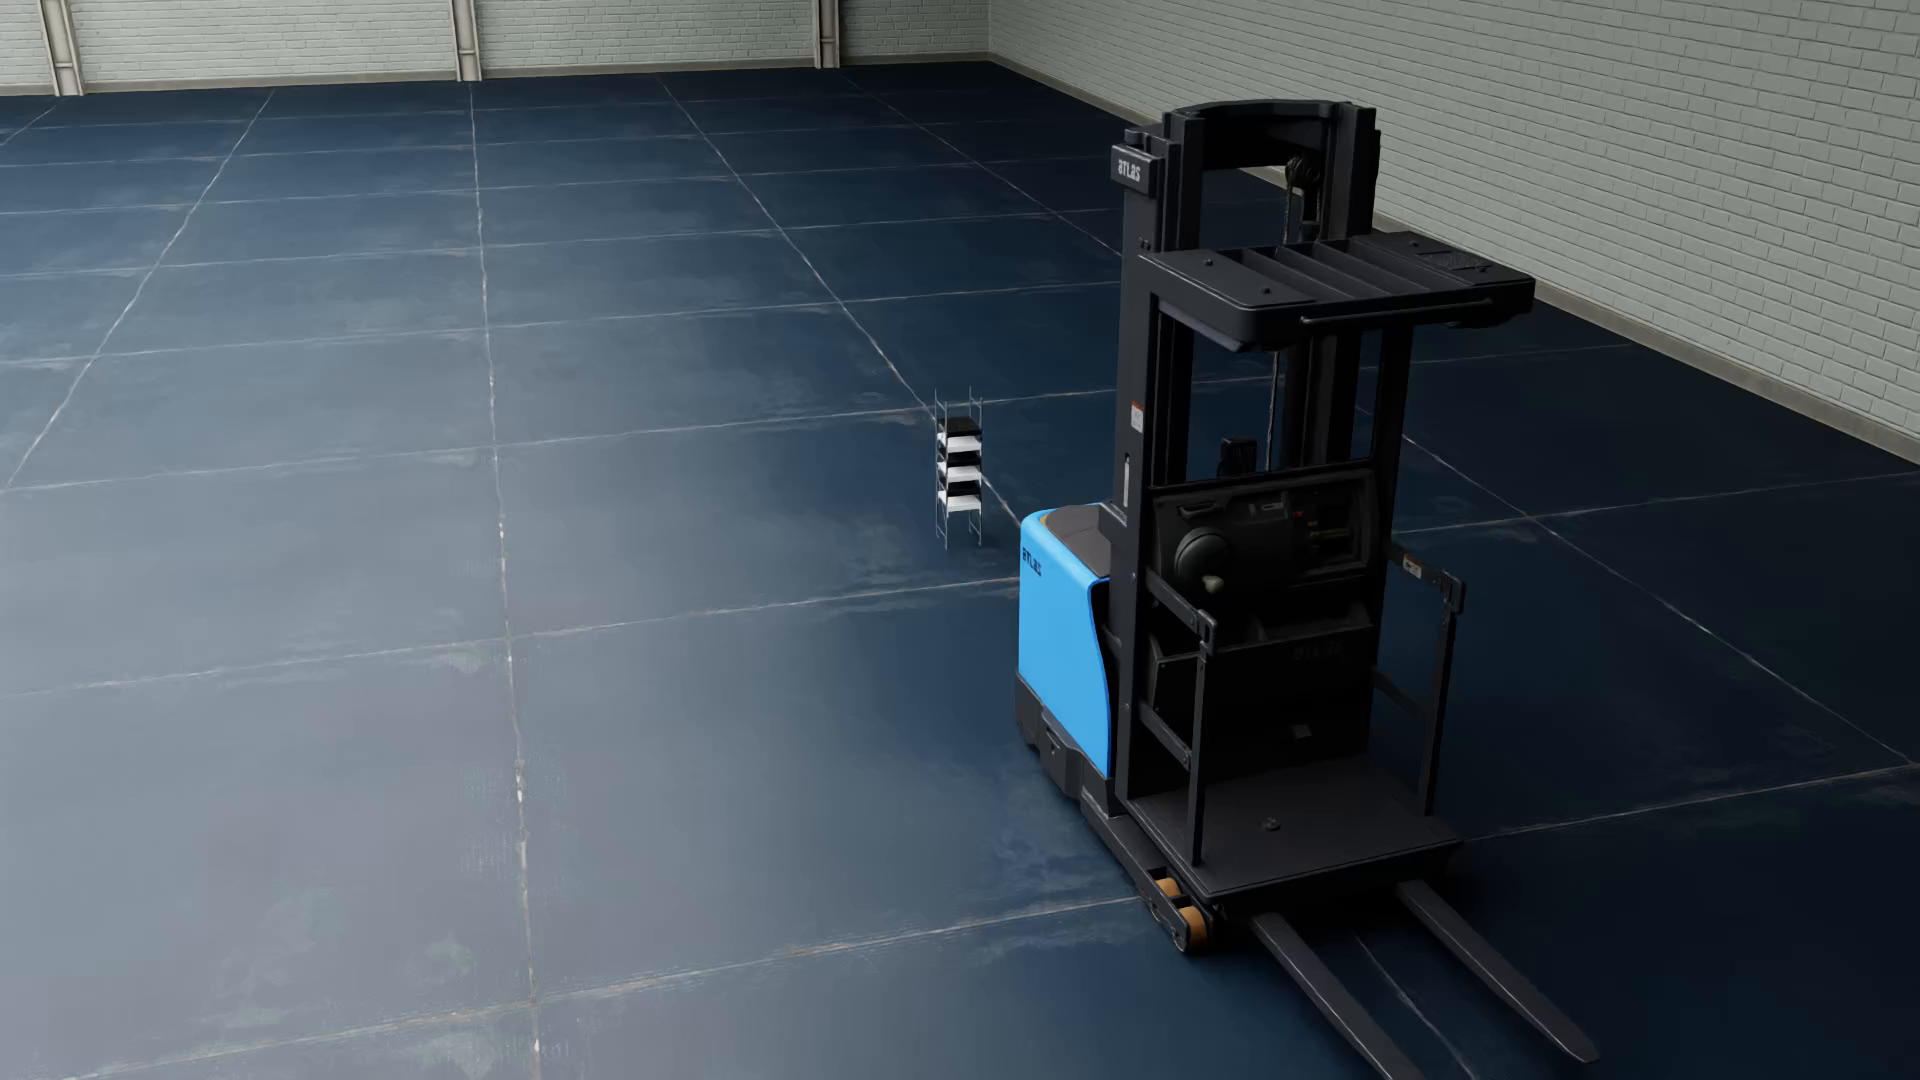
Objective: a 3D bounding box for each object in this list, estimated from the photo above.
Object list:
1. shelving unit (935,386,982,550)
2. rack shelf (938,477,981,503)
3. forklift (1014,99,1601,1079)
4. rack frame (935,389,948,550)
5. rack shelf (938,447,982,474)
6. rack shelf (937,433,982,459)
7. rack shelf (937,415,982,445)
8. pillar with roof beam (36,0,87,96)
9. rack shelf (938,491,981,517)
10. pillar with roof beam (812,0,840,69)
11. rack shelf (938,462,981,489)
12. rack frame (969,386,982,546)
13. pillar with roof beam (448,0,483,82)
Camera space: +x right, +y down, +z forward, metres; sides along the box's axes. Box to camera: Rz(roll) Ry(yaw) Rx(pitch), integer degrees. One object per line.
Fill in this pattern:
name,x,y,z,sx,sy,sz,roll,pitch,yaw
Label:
shelving unit,-0.008,-0.413,9.571,0.210,0.900,0.258,-6,24,-14
rack shelf,-0.008,-0.299,9.619,0.200,0.077,0.258,-6,24,-14
forklift,1.226,0.001,6.032,1.130,2.935,3.031,-8,25,-18
rack frame,-0.106,-0.402,9.545,0.006,0.900,0.240,-6,24,-14
rack shelf,-0.008,-0.465,9.548,0.200,0.077,0.258,-6,24,-14
rack shelf,-0.008,-0.547,9.513,0.200,0.077,0.258,-6,24,-14
rack shelf,-0.008,-0.630,9.477,0.200,0.077,0.258,-6,24,-14
pillar with roof beam,-12.702,-9.453,20.370,0.400,9.000,9.100,-6,24,-14
rack shelf,-0.008,-0.217,9.655,0.200,0.077,0.258,-6,24,-14
pillar with roof beam,-1.149,-10.732,23.348,0.400,9.000,9.100,-6,24,-14
rack shelf,-0.008,-0.382,9.584,0.200,0.077,0.258,-6,24,-14
rack frame,0.090,-0.424,9.596,0.006,0.900,0.240,-6,24,-14
pillar with roof beam,-6.926,-10.092,21.859,0.400,9.000,9.100,-6,24,-14
